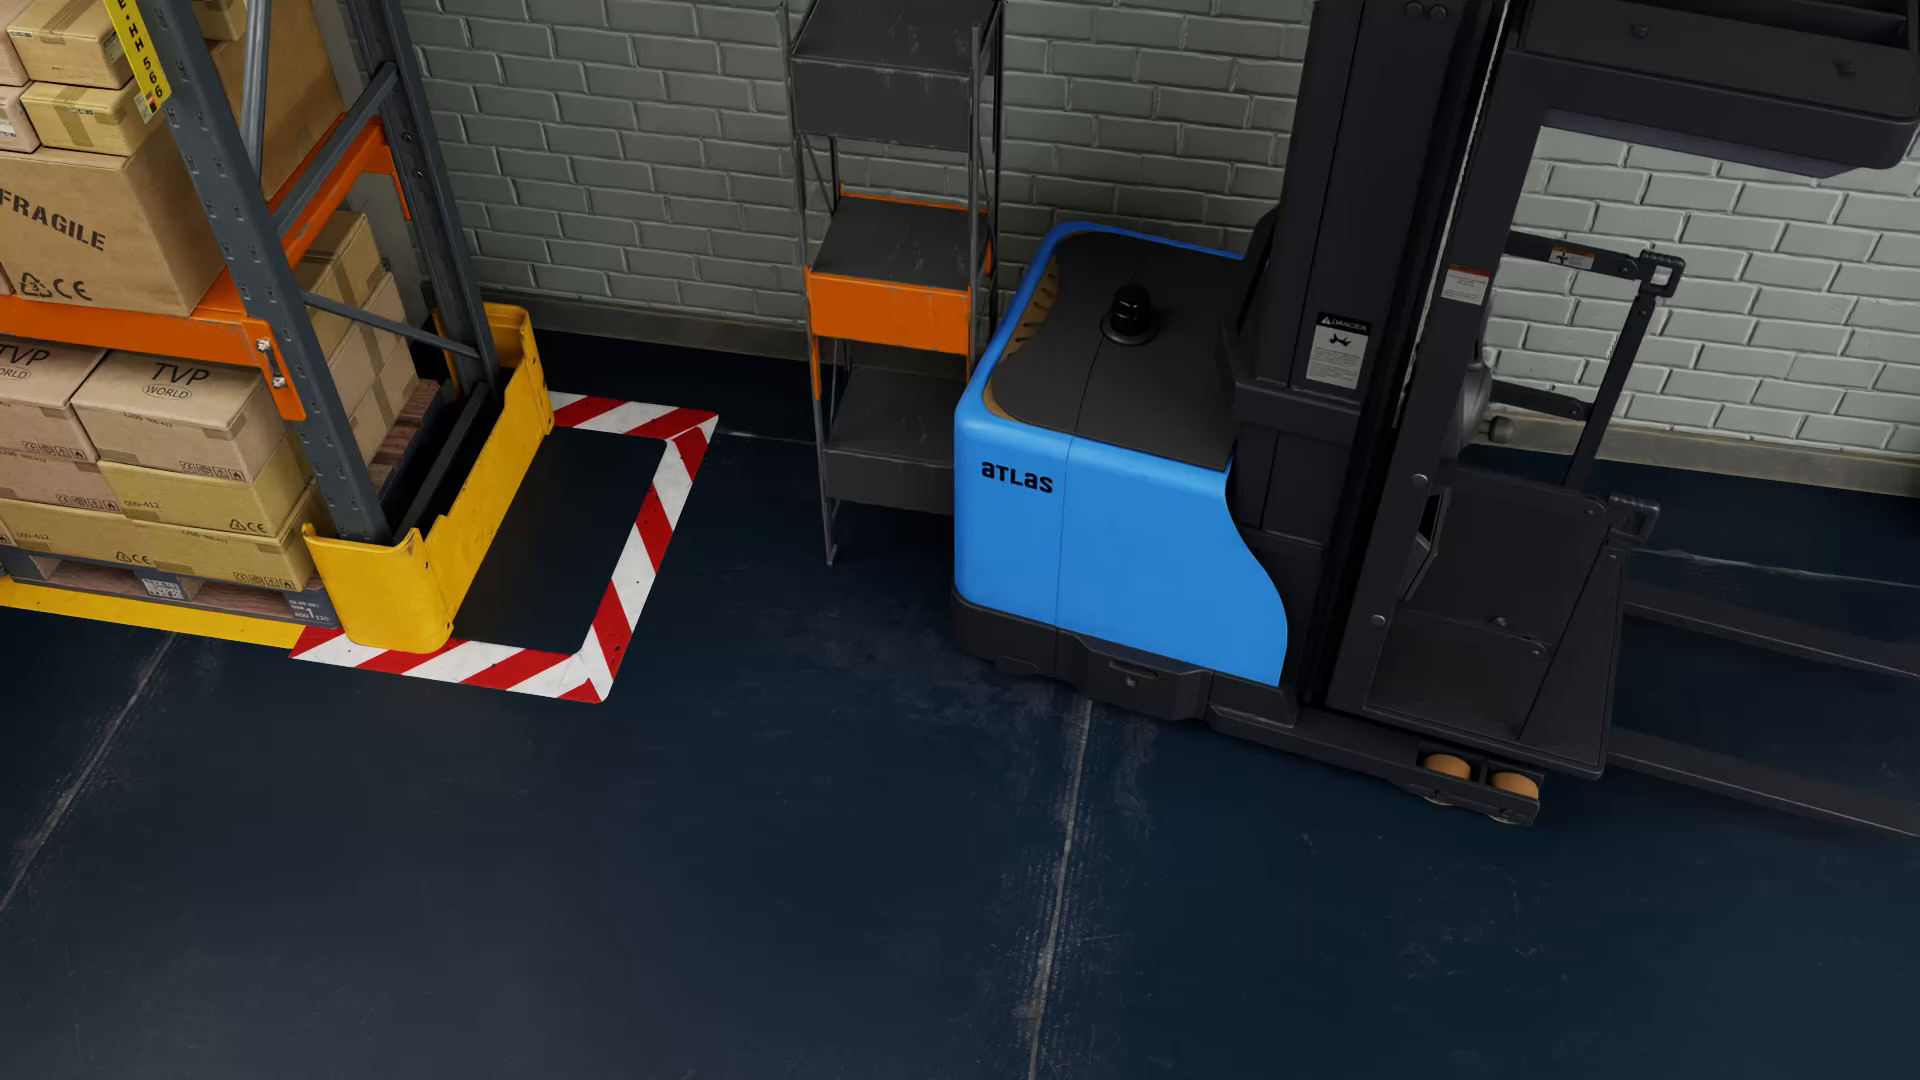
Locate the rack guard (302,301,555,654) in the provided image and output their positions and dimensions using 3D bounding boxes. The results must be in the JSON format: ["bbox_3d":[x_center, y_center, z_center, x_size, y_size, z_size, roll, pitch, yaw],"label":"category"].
[{"bbox_3d":[-1.760,-0.238,5.628,0.348,0.500,1.175,8,49,7],"label":"rack guard"}]

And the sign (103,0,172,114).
[{"bbox_3d":[-1.894,-1.148,3.827,0.005,0.325,0.100,8,49,7],"label":"sign"}]

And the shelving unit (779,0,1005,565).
[{"bbox_3d":[-0.166,-0.725,4.989,0.503,2.100,0.431,8,49,7],"label":"shelving unit"}]

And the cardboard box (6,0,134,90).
[{"bbox_3d":[-2.174,-1.320,4.216,0.250,0.149,0.380,8,49,7],"label":"cardboard box"}]

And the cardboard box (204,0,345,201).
[{"bbox_3d":[-2.222,-1.379,4.905,0.500,0.500,0.500,9,49,8],"label":"cardboard box"}]

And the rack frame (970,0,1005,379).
[{"bbox_3d":[0.073,-0.690,4.958,0.015,2.100,0.400,8,49,7],"label":"rack frame"}]

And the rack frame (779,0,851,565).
[{"bbox_3d":[-0.405,-0.761,5.020,0.015,2.100,0.400,8,49,7],"label":"rack frame"}]

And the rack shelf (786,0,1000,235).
[{"bbox_3d":[-0.165,-1.183,4.478,0.480,0.518,0.431,8,49,7],"label":"rack shelf"}]

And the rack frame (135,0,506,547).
[{"bbox_3d":[-1.784,-1.077,4.701,0.127,3.000,1.000,8,49,7],"label":"rack frame"}]

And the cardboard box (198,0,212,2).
[{"bbox_3d":[-2.076,-1.627,4.492,0.250,0.149,0.380,7,48,6],"label":"cardboard box"}]

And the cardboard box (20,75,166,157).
[{"bbox_3d":[-2.175,-1.168,4.279,0.250,0.149,0.380,8,49,7],"label":"cardboard box"}]

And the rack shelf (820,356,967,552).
[{"bbox_3d":[-0.168,-0.249,5.521,0.480,0.518,0.431,8,49,7],"label":"rack shelf"}]

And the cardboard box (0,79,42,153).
[{"bbox_3d":[-2.431,-1.180,4.290,0.250,0.149,0.380,8,49,7],"label":"cardboard box"}]

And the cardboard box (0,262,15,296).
[{"bbox_3d":[-2.823,-1.059,4.617,0.500,0.500,0.500,9,49,8],"label":"cardboard box"}]

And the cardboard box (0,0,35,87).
[{"bbox_3d":[-2.422,-1.330,4.225,0.250,0.149,0.380,8,49,7],"label":"cardboard box"}]

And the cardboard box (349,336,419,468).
[{"bbox_3d":[-2.232,-0.506,5.755,0.500,0.250,0.500,8,49,7],"label":"cardboard box"}]

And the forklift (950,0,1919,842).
[{"bbox_3d":[1.542,-0.579,4.300,3.031,2.935,1.130,15,50,13],"label":"forklift"}]

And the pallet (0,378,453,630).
[{"bbox_3d":[-2.544,-0.215,5.802,1.213,0.211,1.003,8,49,7],"label":"pallet"}]

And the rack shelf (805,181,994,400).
[{"bbox_3d":[-0.166,-0.716,4.999,0.480,0.518,0.431,8,49,7],"label":"rack shelf"}]

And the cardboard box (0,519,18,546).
[{"bbox_3d":[-3.281,-0.275,5.546,0.500,0.250,0.500,8,49,7],"label":"cardboard box"}]

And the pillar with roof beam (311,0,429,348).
[{"bbox_3d":[-3.074,-0.683,0.314,0.400,9.000,9.100,8,49,7],"label":"pillar with roof beam"}]

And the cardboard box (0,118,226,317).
[{"bbox_3d":[-2.315,-0.983,4.550,0.500,0.500,0.500,7,48,6],"label":"cardboard box"}]

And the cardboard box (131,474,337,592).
[{"bbox_3d":[-2.302,-0.129,5.416,0.500,0.250,0.500,8,49,7],"label":"cardboard box"}]

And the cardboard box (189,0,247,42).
[{"bbox_3d":[-2.071,-1.562,4.634,0.250,0.149,0.380,7,48,6],"label":"cardboard box"}]

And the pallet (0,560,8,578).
[{"bbox_3d":[-3.741,-0.379,5.948,1.213,0.211,1.003,8,49,7],"label":"pallet"}]

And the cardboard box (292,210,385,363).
[{"bbox_3d":[-2.223,-0.835,5.377,0.500,0.250,0.500,7,48,6],"label":"cardboard box"}]

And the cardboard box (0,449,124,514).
[{"bbox_3d":[-2.810,-0.375,5.301,0.500,0.250,0.500,7,48,6],"label":"cardboard box"}]

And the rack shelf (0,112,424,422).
[{"bbox_3d":[-3.752,-1.101,5.206,4.000,0.370,1.077,8,49,7],"label":"rack shelf"}]

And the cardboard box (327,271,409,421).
[{"bbox_3d":[-2.209,-0.680,5.574,0.500,0.250,0.500,8,49,8],"label":"cardboard box"}]

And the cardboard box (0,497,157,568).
[{"bbox_3d":[-2.790,-0.202,5.481,0.500,0.250,0.500,8,49,7],"label":"cardboard box"}]

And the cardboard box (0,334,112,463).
[{"bbox_3d":[-2.796,-0.528,5.102,0.500,0.250,0.500,8,49,8],"label":"cardboard box"}]

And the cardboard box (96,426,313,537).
[{"bbox_3d":[-2.318,-0.301,5.234,0.500,0.250,0.500,7,48,6],"label":"cardboard box"}]

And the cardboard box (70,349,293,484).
[{"bbox_3d":[-2.292,-0.465,5.045,0.500,0.250,0.500,9,49,8],"label":"cardboard box"}]
